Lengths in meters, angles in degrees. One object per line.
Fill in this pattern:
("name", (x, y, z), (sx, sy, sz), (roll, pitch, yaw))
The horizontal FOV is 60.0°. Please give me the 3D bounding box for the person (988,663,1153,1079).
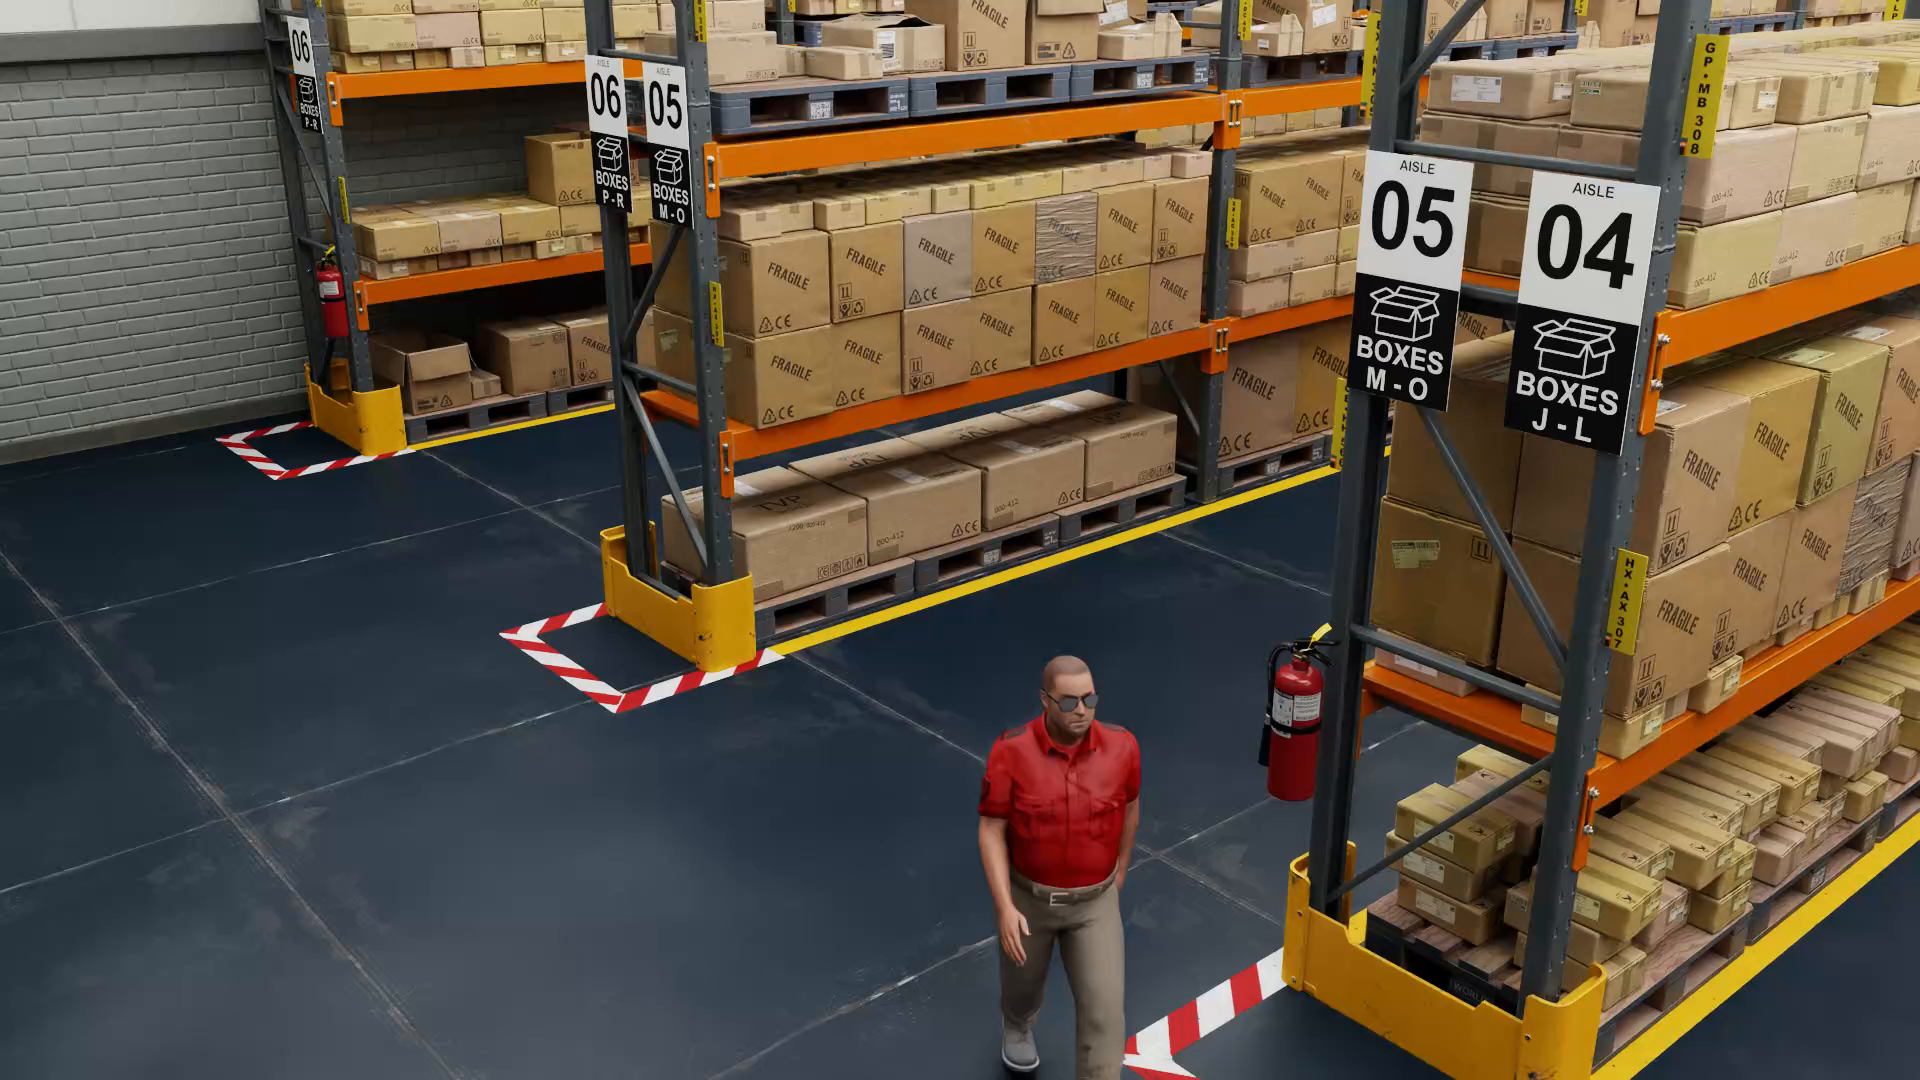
("person", (0.367, 1.217, 5.420), (0.552, 1.668, 1.016), (-1, 21, -3))
